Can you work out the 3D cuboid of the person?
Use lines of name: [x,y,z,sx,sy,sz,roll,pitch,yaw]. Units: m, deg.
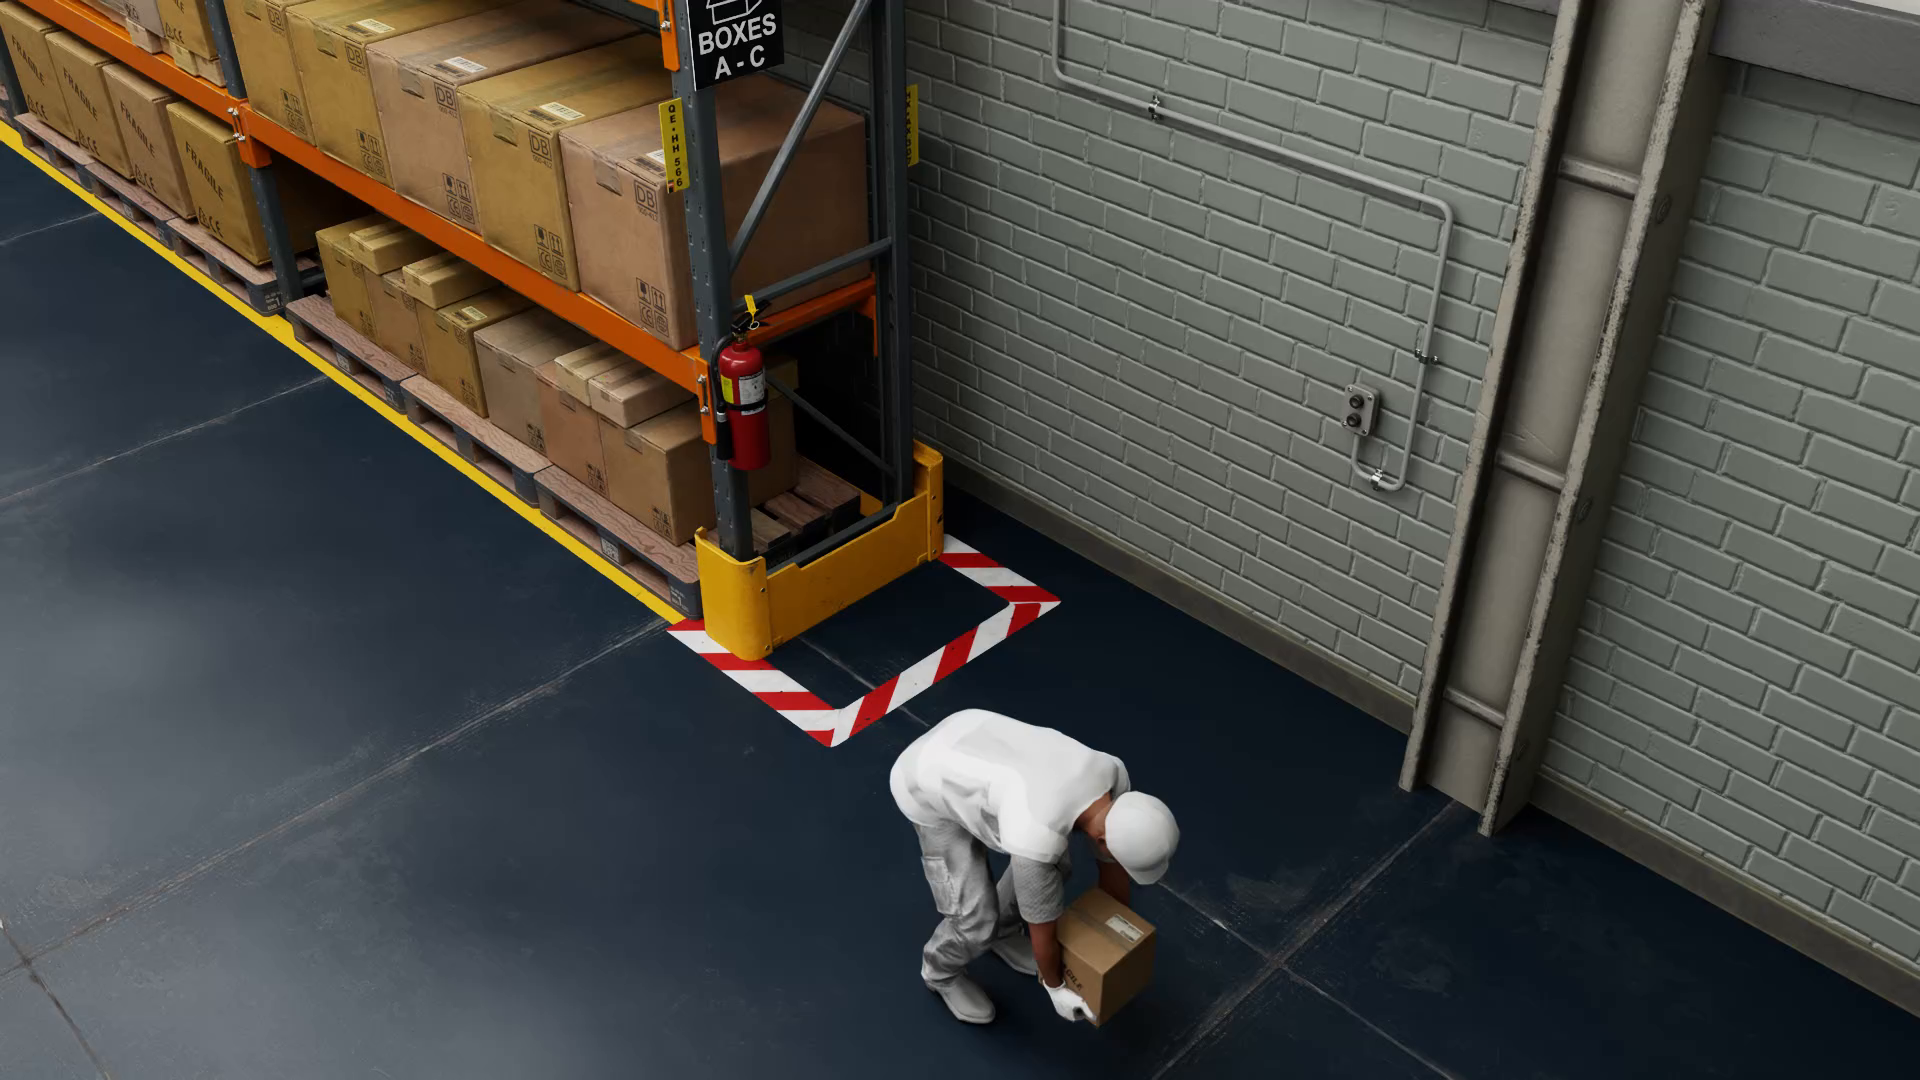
person: [0.231,1.062,5.171,0.969,1.146,0.531,28,44,33]
